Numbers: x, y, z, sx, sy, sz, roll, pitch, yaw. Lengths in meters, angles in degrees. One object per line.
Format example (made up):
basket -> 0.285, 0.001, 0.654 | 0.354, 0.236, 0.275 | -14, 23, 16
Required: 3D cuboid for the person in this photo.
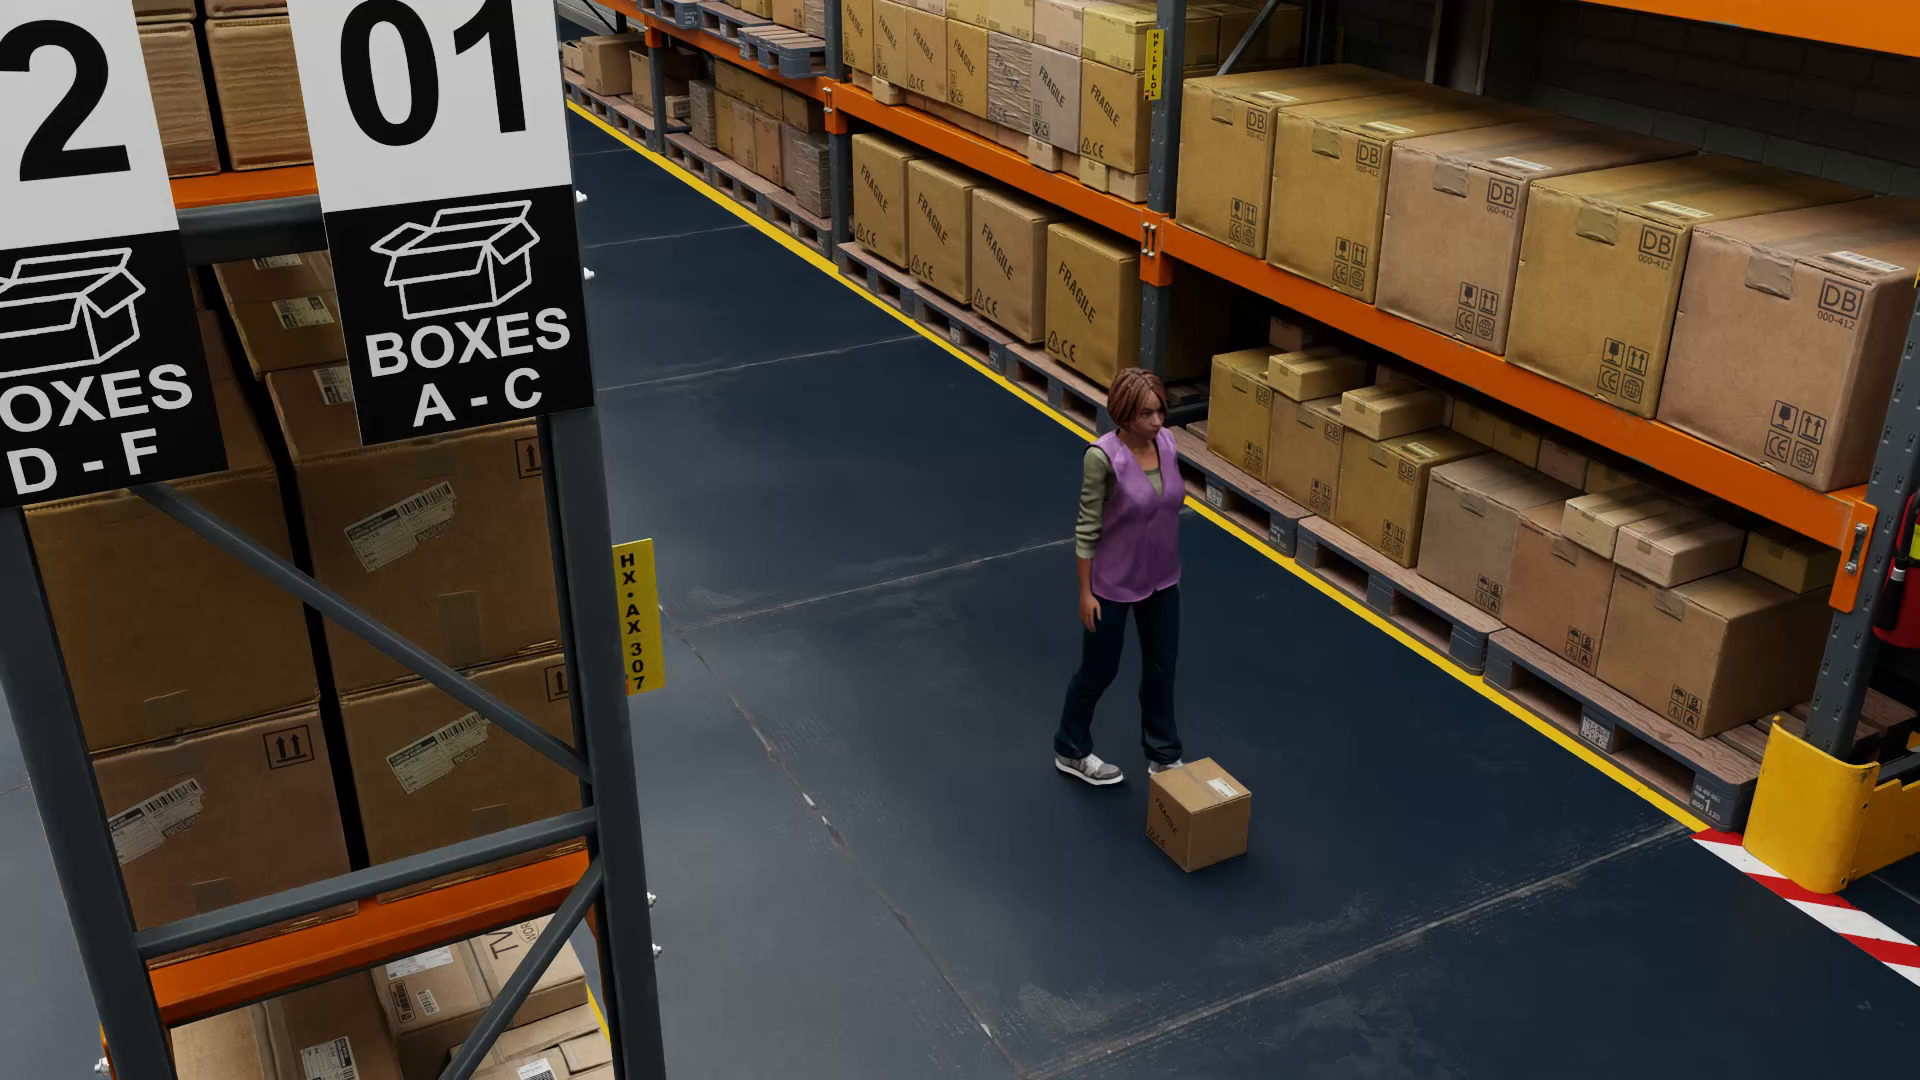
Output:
person -> 0.624, 0.172, 5.764 | 0.433, 1.601, 0.528 | -17, 30, -30
